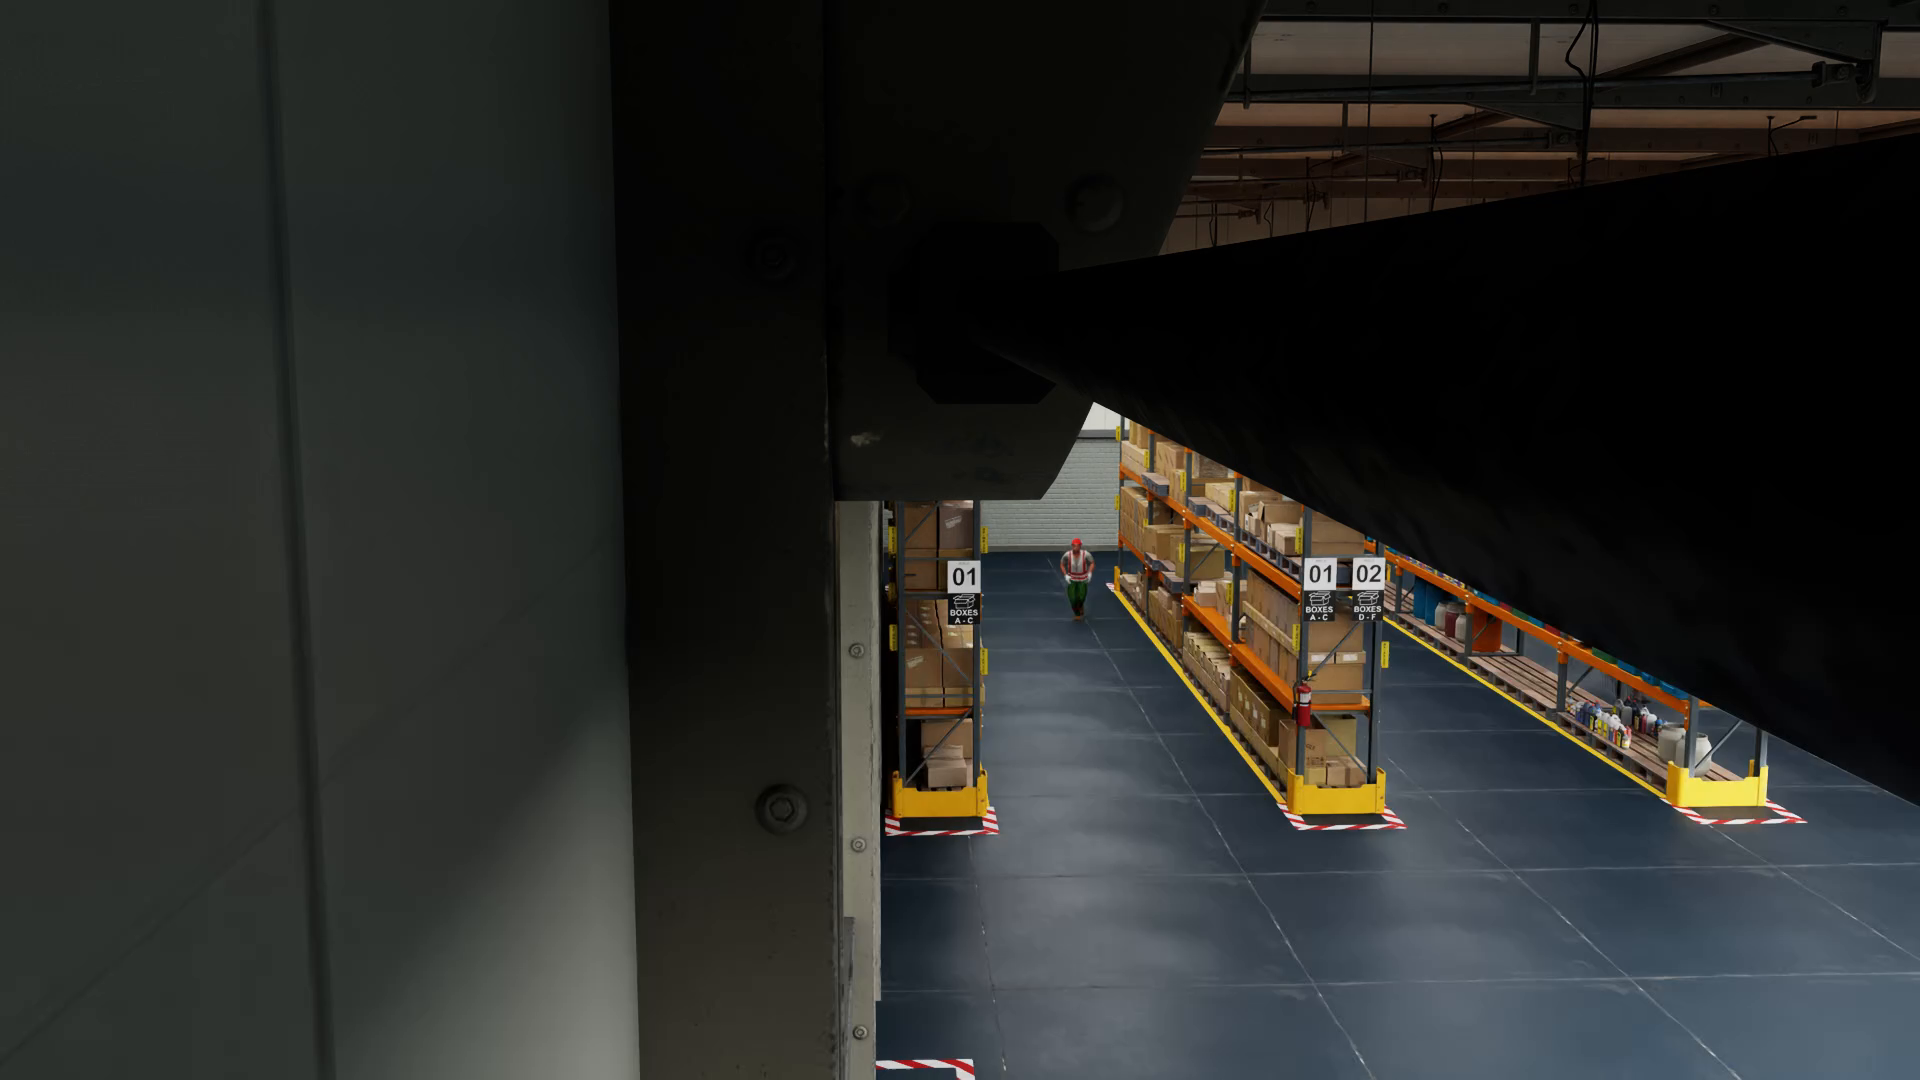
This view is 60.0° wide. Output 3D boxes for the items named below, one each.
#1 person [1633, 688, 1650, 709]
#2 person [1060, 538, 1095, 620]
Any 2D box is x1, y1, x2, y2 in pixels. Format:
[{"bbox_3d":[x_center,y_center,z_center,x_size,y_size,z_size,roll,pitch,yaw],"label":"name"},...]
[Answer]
[{"bbox_3d":[10.744,1.760,26.040,0.562,1.769,0.565,-1,8,-4],"label":"person"},{"bbox_3d":[2.320,0.780,32.865,0.687,1.686,0.636,1,8,8],"label":"person"}]
